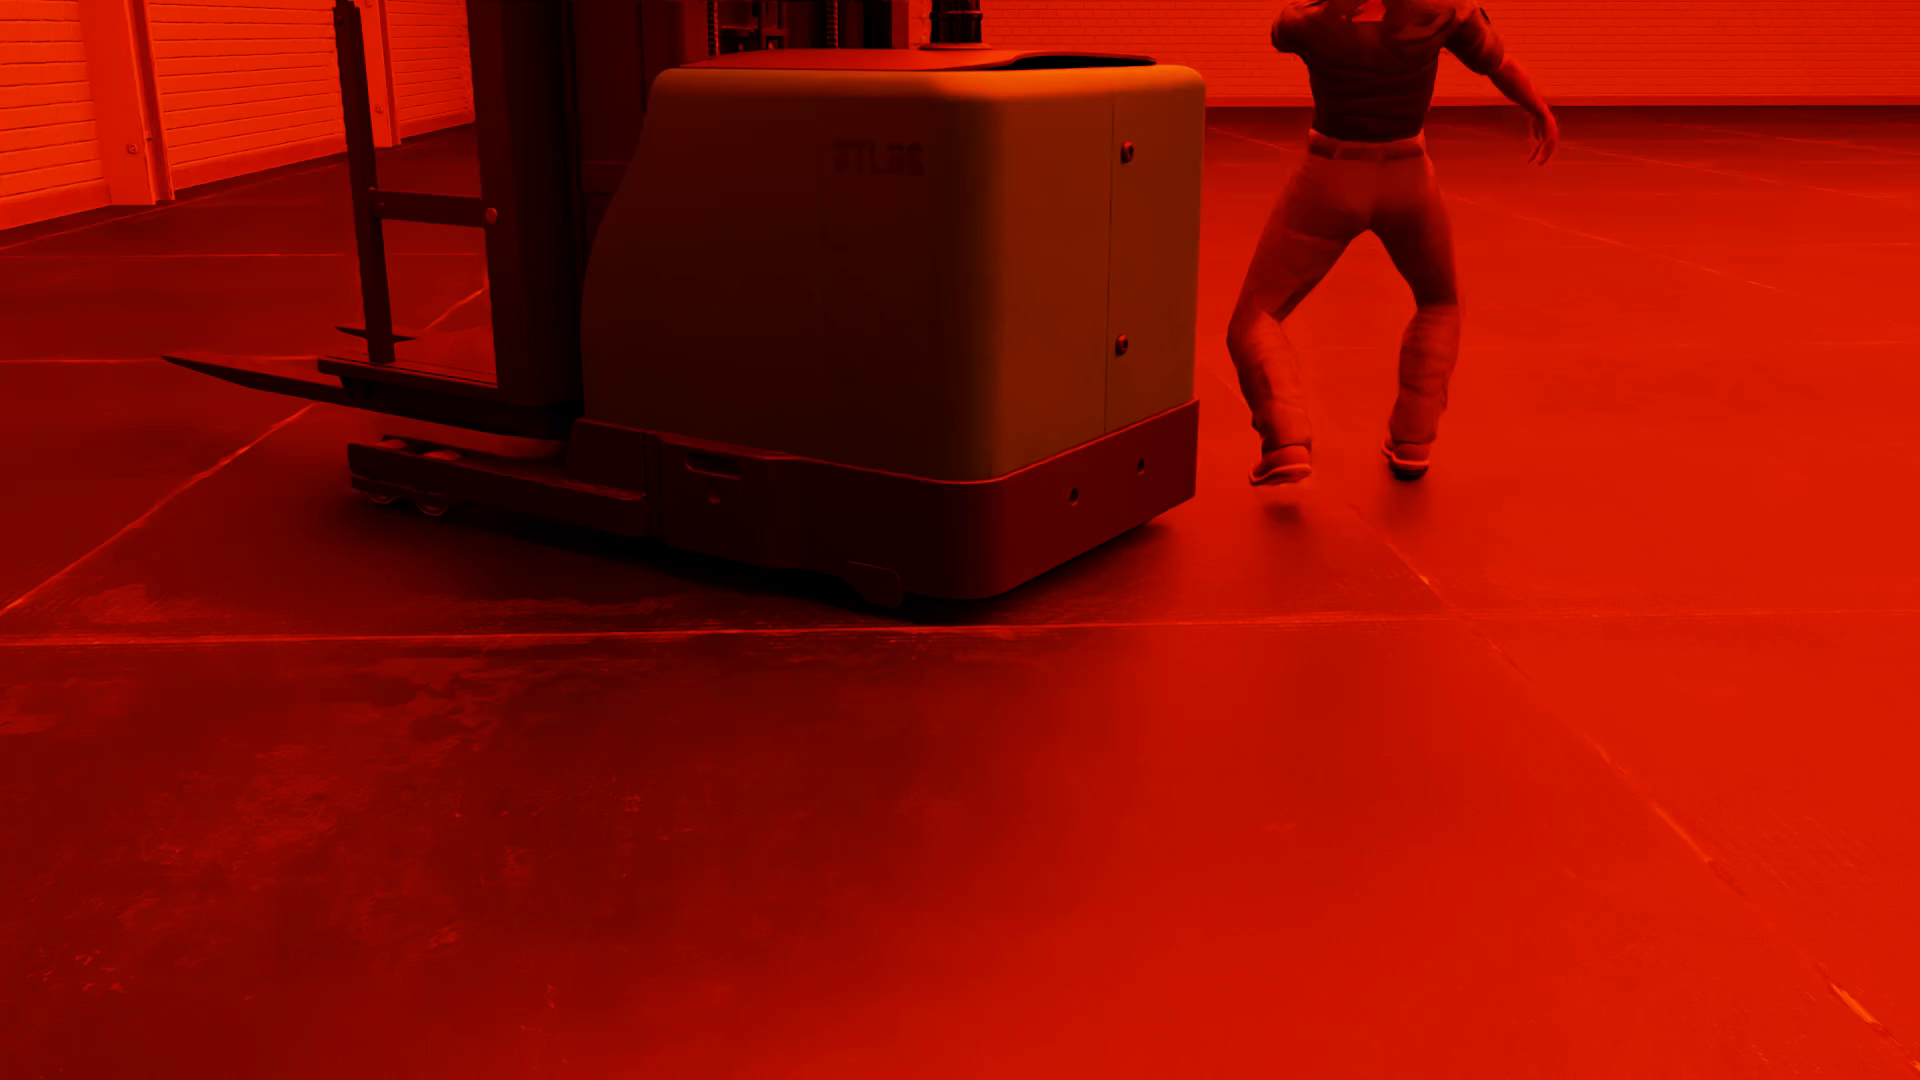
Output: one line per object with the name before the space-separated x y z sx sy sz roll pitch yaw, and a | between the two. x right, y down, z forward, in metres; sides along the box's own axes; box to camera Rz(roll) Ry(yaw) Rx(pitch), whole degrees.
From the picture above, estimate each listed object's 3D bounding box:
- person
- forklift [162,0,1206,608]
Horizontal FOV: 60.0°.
person | 1.128 -0.896 4.284 0.877 1.457 0.809 -2 17 -8
forklift | -0.938 -1.575 4.055 3.031 2.935 1.130 11 20 32
